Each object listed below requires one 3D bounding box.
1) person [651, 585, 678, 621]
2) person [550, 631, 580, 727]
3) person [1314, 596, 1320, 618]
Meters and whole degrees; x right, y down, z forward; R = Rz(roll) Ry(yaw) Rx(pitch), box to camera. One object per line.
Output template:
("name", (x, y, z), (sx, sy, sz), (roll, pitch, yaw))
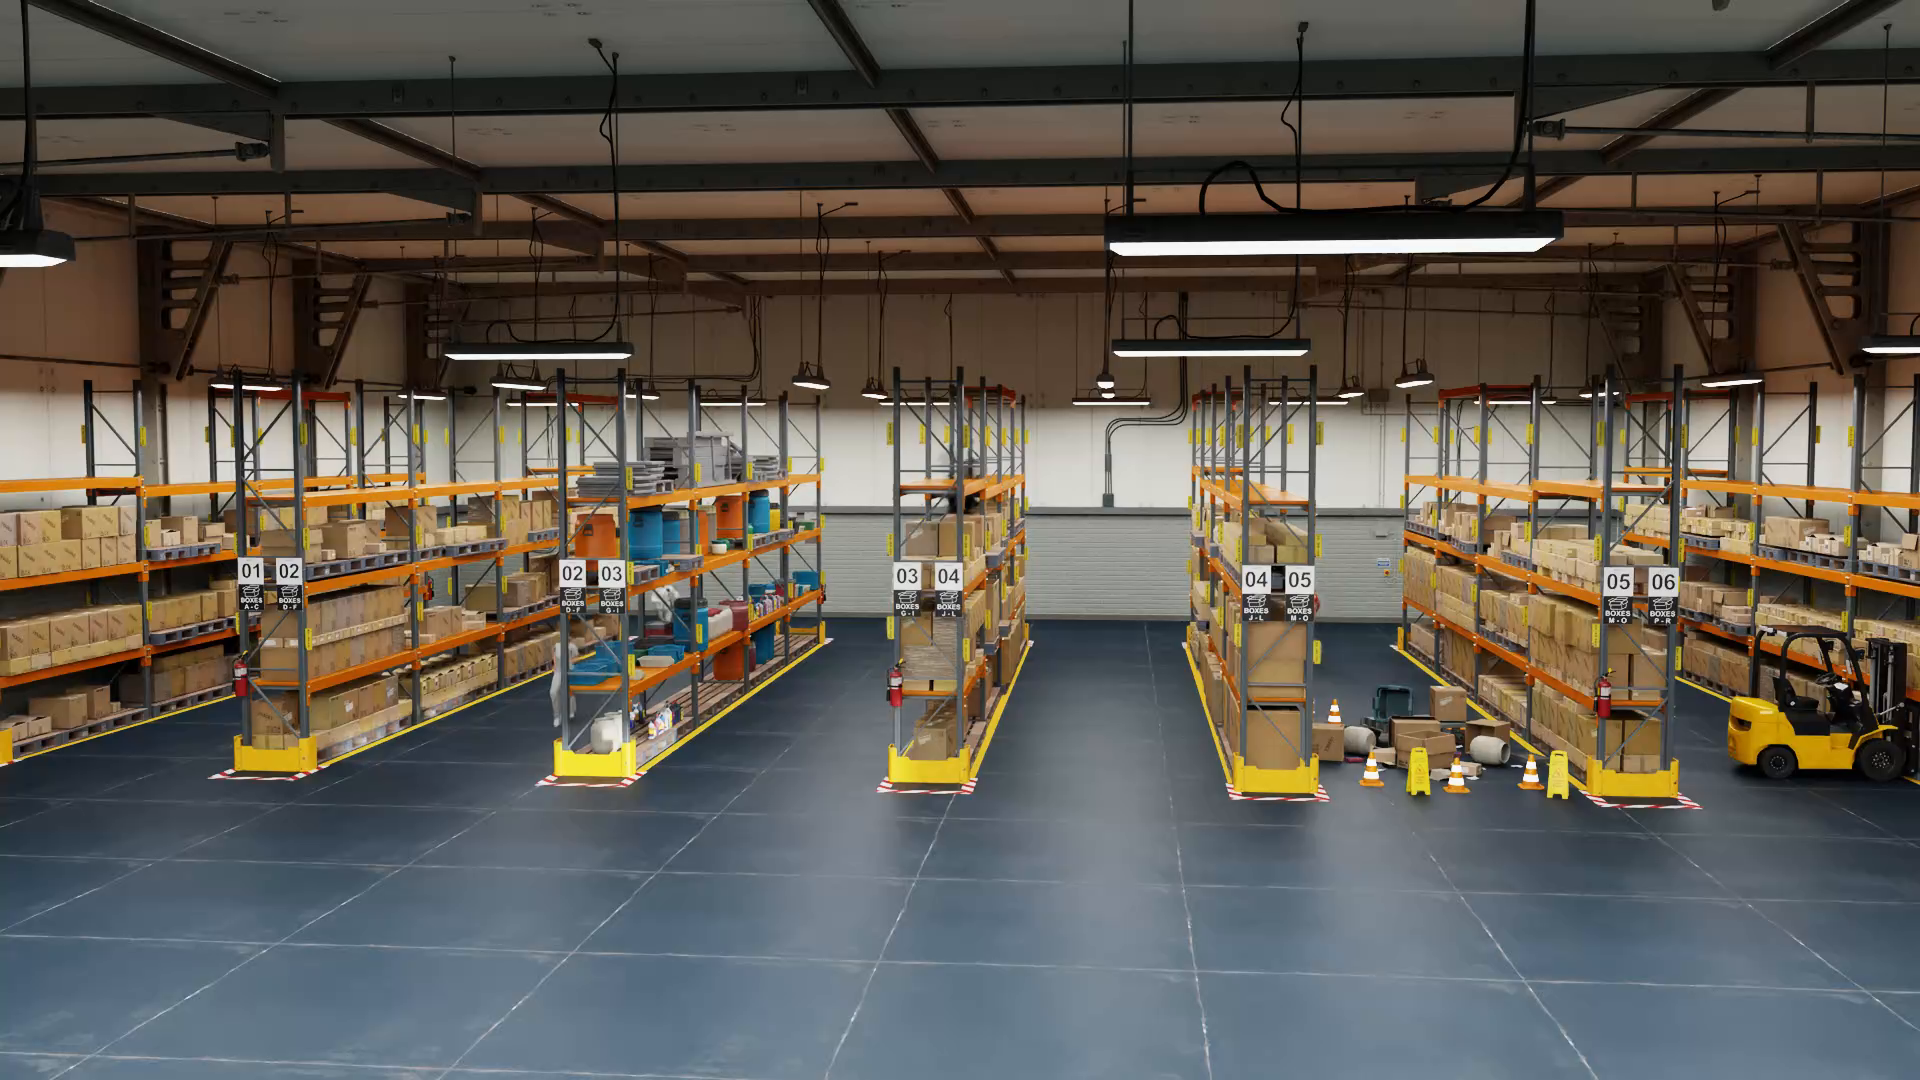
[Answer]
("person", (-7.073, 1.684, 39.772), (0.581, 1.737, 0.720), (0, 4, 4))
("person", (-6.865, 2.381, 29.011), (0.545, 1.708, 0.787), (0, 4, 4))
("person", (7.763, 1.783, 37.633), (0.676, 1.718, 0.984), (0, 4, -5))
